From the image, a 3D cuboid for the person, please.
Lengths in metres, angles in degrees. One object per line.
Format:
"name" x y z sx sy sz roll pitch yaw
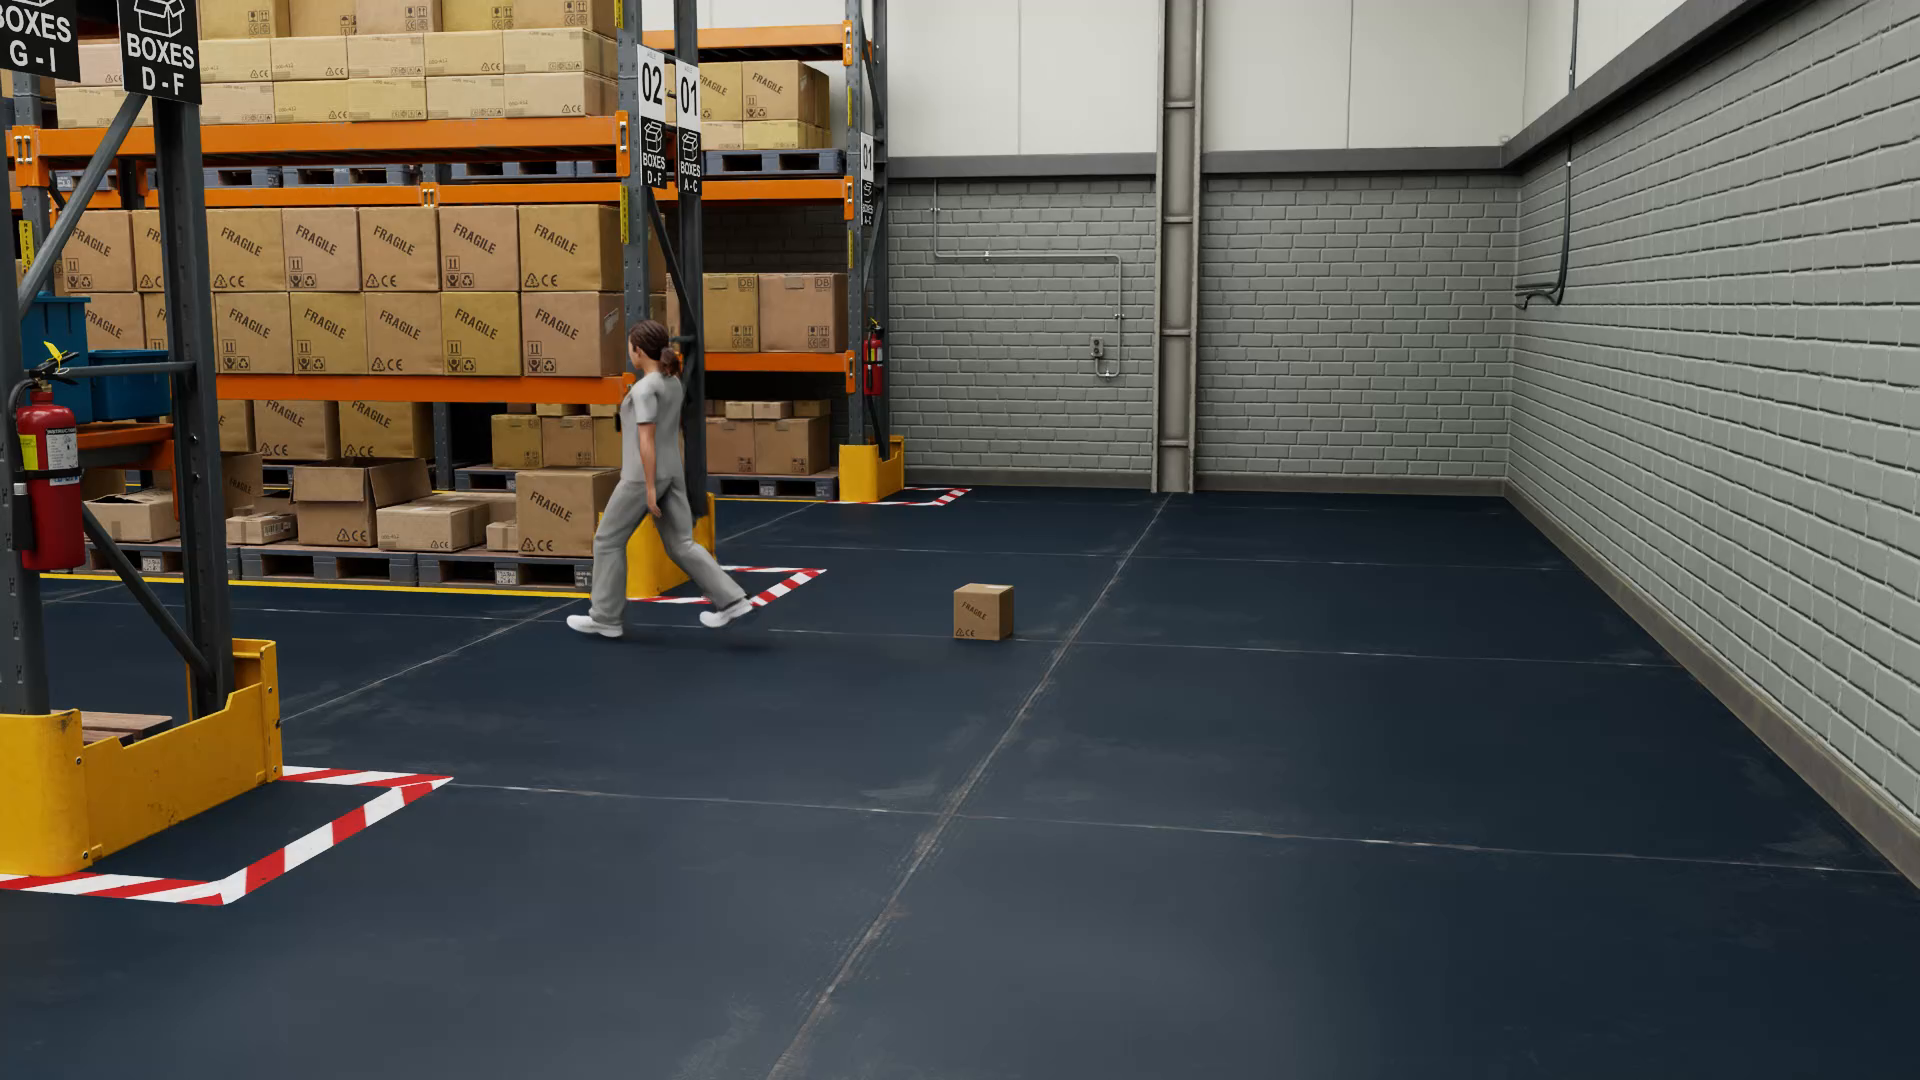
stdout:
"person" -1.539 -0.178 8.524 1.007 1.372 0.486 3 9 22
